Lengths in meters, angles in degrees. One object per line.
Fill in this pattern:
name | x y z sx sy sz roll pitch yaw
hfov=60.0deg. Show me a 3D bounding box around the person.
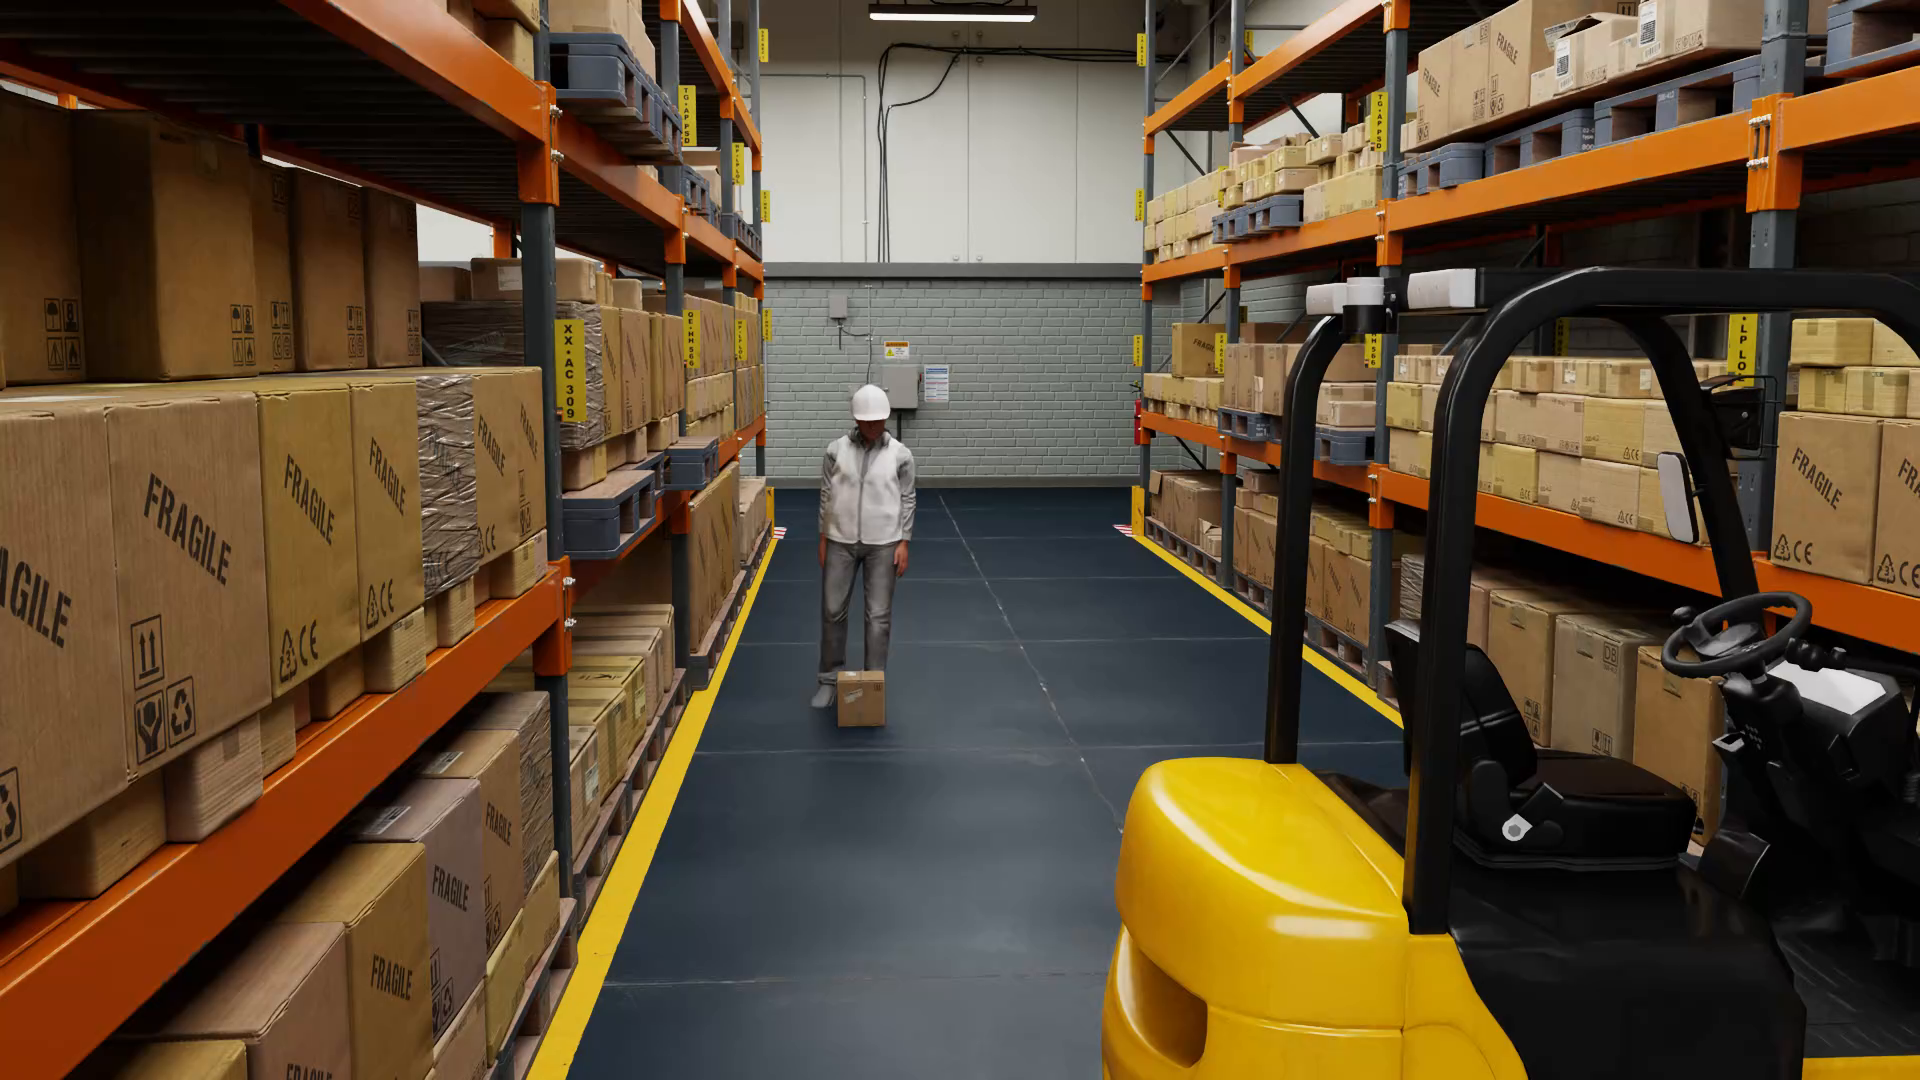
person | -0.548 0.050 9.248 0.596 1.820 0.476 0 7 2
